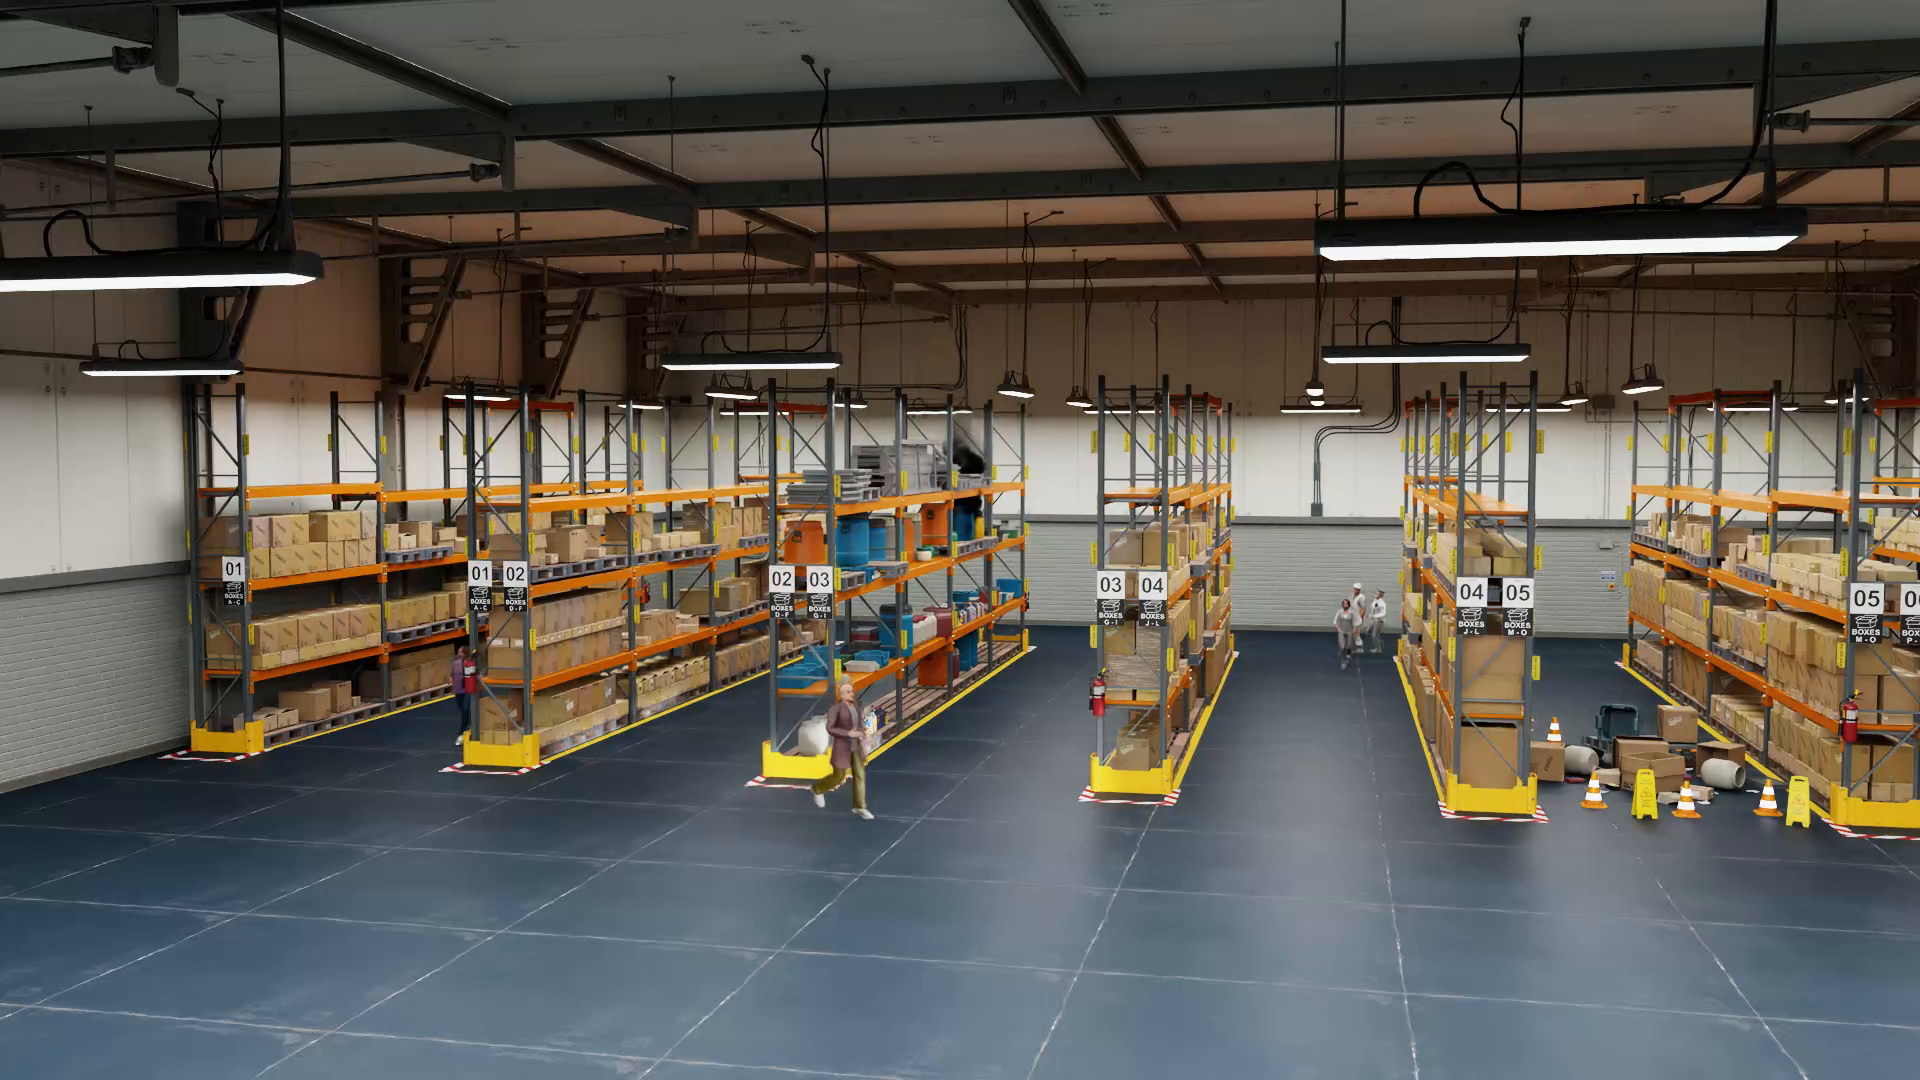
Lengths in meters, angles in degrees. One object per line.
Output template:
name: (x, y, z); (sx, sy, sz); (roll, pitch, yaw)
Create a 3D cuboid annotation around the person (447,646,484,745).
person: (-8.354, 2.585, 28.021); (0.539, 1.588, 0.872); (1, 3, 10)

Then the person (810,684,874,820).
person: (-1.566, 2.830, 22.474); (1.044, 1.791, 0.718); (3, 5, 43)

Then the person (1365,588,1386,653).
person: (9.978, 1.929, 39.770); (0.521, 1.589, 0.695); (-1, 3, -11)

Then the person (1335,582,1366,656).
person: (9.266, 1.862, 39.241); (0.718, 1.742, 0.641); (-1, 3, -16)

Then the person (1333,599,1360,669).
person: (8.678, 2.101, 37.371); (0.580, 1.565, 0.574); (1, 3, 15)
